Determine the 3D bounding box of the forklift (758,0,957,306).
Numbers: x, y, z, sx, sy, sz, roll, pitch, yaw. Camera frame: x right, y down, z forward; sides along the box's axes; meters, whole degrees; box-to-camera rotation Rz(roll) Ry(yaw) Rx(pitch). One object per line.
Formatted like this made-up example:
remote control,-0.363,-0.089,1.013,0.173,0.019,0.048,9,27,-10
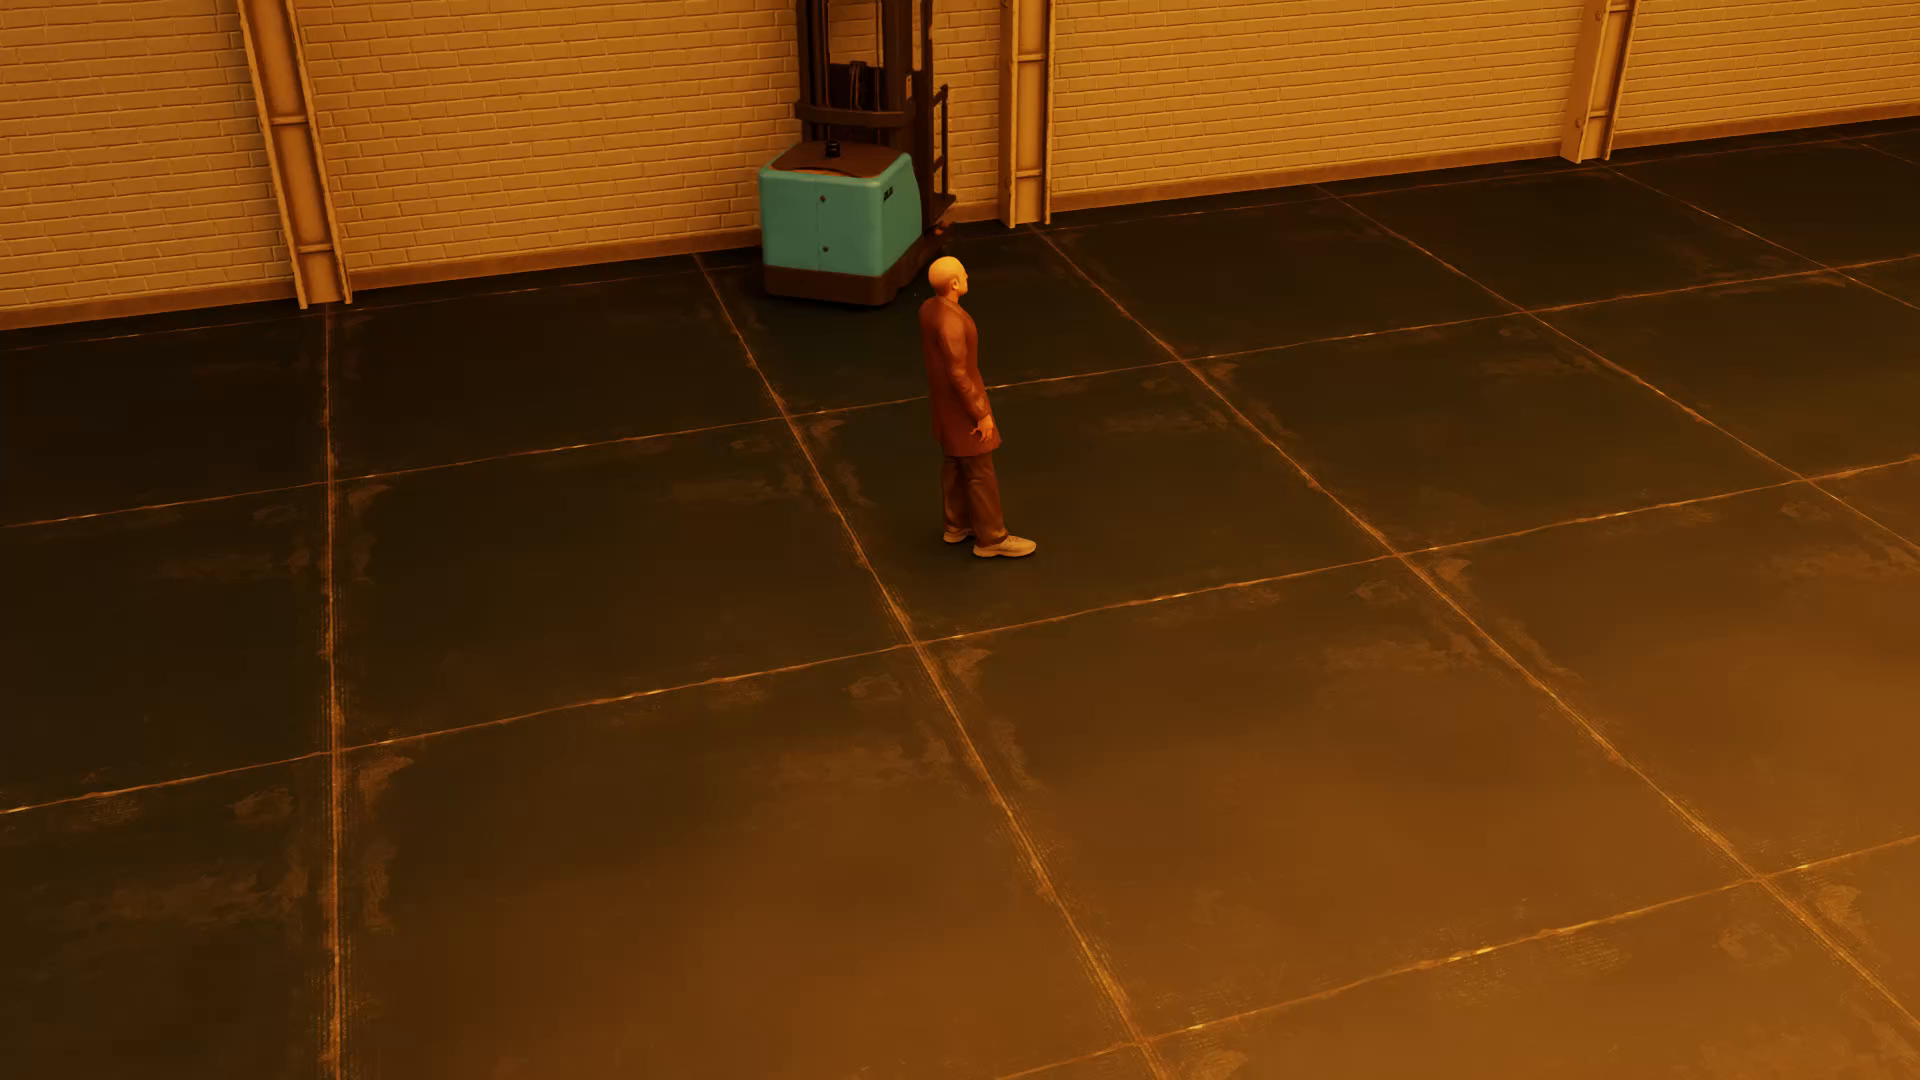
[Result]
forklift,-0.681,-3.835,13.753,1.130,2.935,3.031,8,31,14

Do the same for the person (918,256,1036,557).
person,0.087,-0.789,9.600,0.582,1.775,0.696,-10,31,-16
